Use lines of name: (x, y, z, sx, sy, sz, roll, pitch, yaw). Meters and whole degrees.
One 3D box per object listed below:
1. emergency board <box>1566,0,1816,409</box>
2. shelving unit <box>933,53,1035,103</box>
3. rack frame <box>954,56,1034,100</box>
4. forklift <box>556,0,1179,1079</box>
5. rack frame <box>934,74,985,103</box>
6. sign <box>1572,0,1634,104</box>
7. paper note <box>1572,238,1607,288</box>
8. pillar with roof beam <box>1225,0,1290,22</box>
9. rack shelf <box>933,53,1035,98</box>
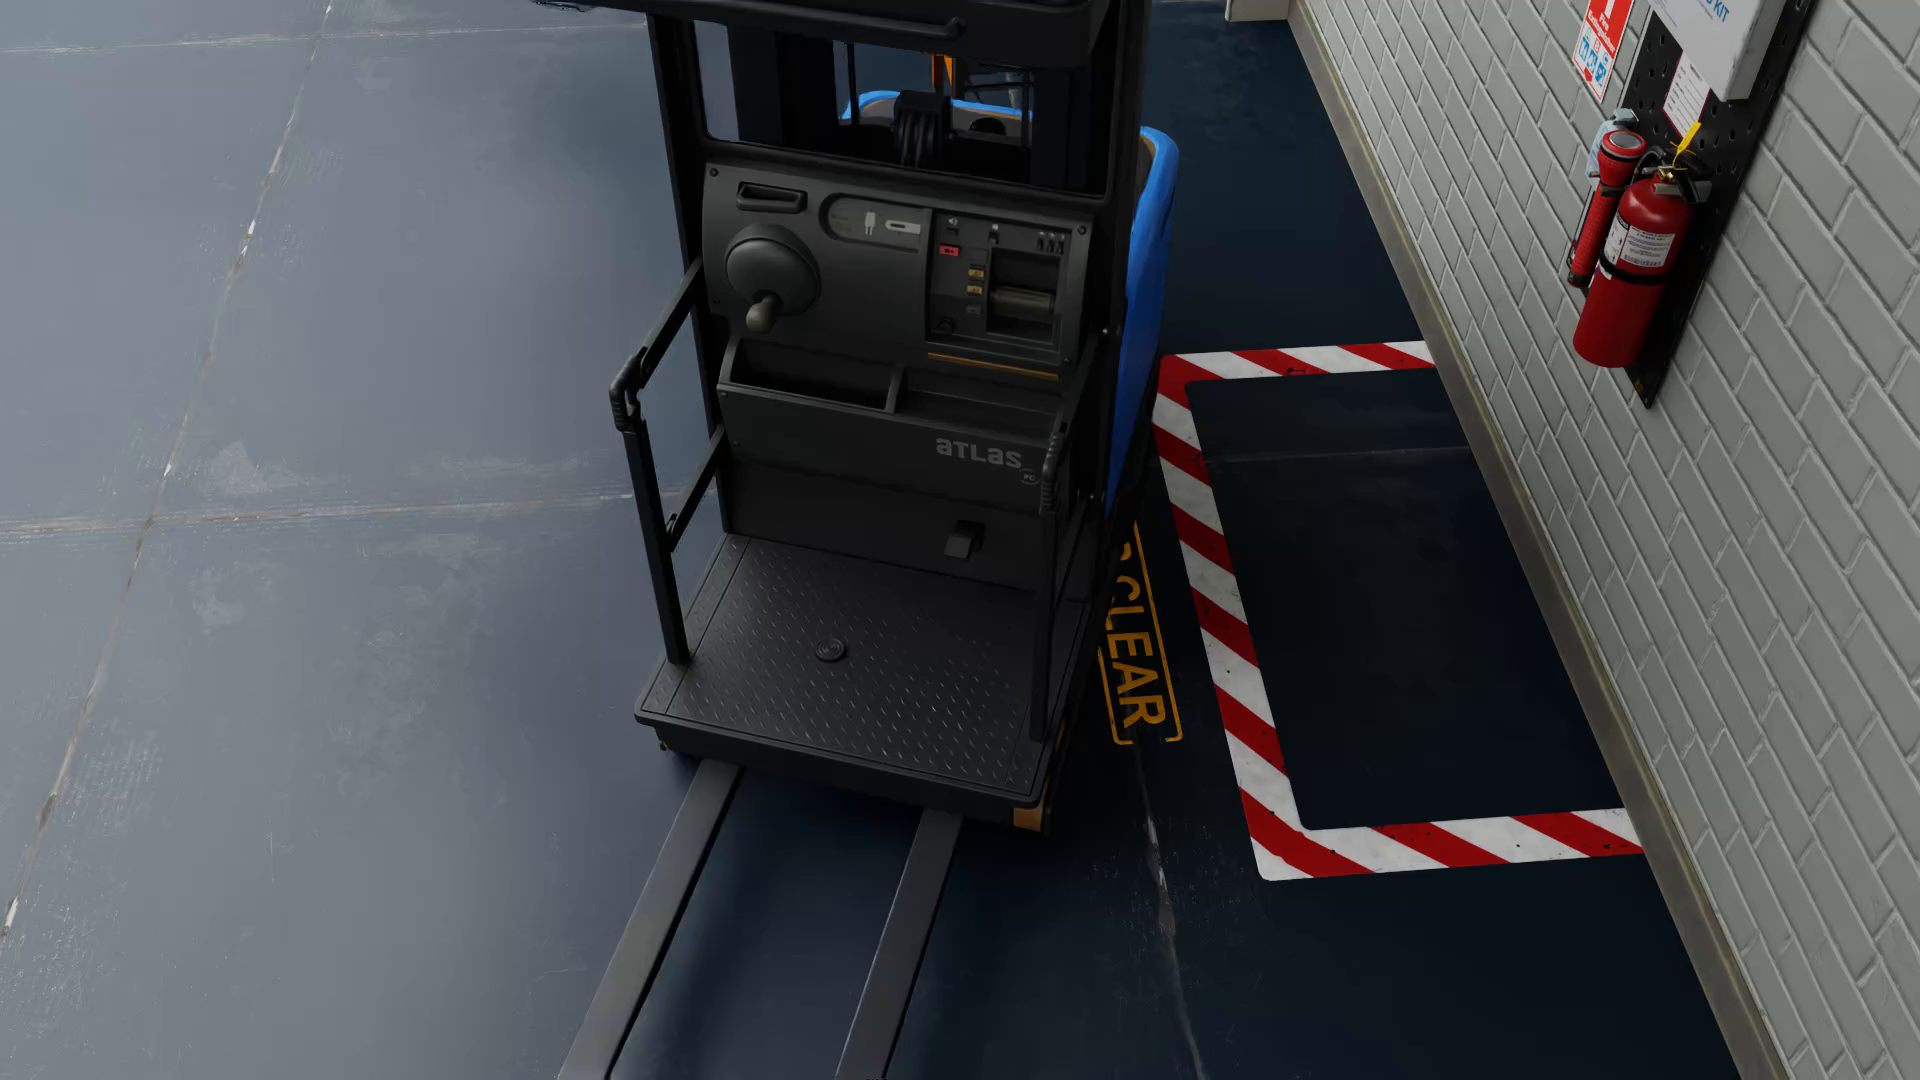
emergency board: (1.667, -0.956, 4.089, 0.194, 1.169, 0.643, -3, 47, -3)
shelving unit: (0.146, -1.579, 5.297, 0.431, 2.100, 0.503, -6, 47, -6)
rack frame: (0.180, -1.403, 5.131, 0.400, 2.100, 0.015, -6, 47, -6)
forklift: (-0.210, -0.542, 3.744, 1.130, 2.935, 3.031, 11, 48, 10)
rack frame: (0.113, -1.754, 5.463, 0.400, 2.100, 0.015, -6, 47, -6)
sign: (1.724, -1.374, 4.461, 0.001, 0.329, 0.234, -3, 47, -3)
paper note: (1.721, -0.785, 4.534, 0.016, 0.148, 0.142, -3, 47, -3)
pillar with roof beam: (-2.956, -5.308, 4.079, 9.100, 9.000, 0.400, -3, 47, -3)
rack shelf: (0.146, -1.569, 5.307, 0.431, 0.518, 0.480, -6, 47, -6)
